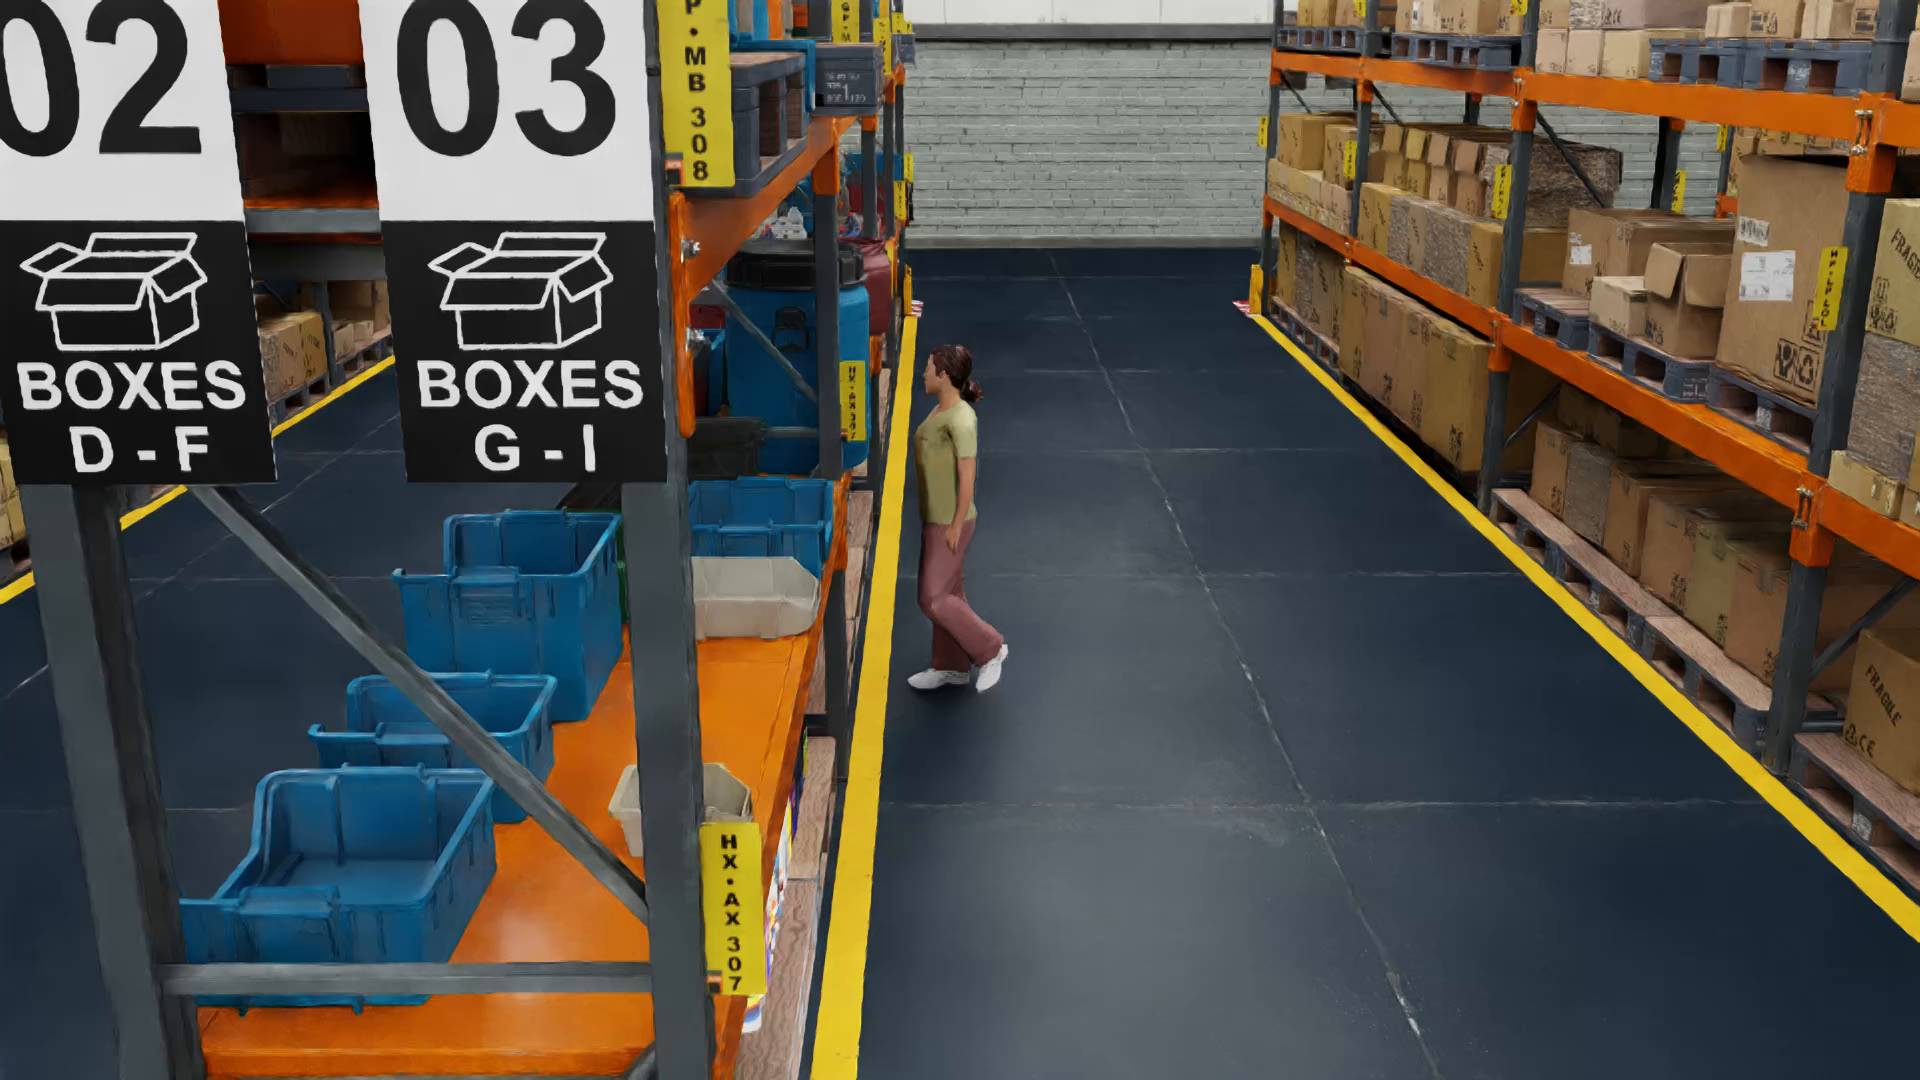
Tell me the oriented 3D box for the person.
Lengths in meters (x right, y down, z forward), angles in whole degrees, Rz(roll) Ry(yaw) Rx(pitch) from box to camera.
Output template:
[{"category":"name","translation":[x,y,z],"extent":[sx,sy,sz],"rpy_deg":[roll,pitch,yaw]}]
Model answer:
[{"category":"person","translation":[-0.011,-0.077,7.787],"extent":[0.468,1.655,0.489],"rpy_deg":[-4,18,-11]}]
